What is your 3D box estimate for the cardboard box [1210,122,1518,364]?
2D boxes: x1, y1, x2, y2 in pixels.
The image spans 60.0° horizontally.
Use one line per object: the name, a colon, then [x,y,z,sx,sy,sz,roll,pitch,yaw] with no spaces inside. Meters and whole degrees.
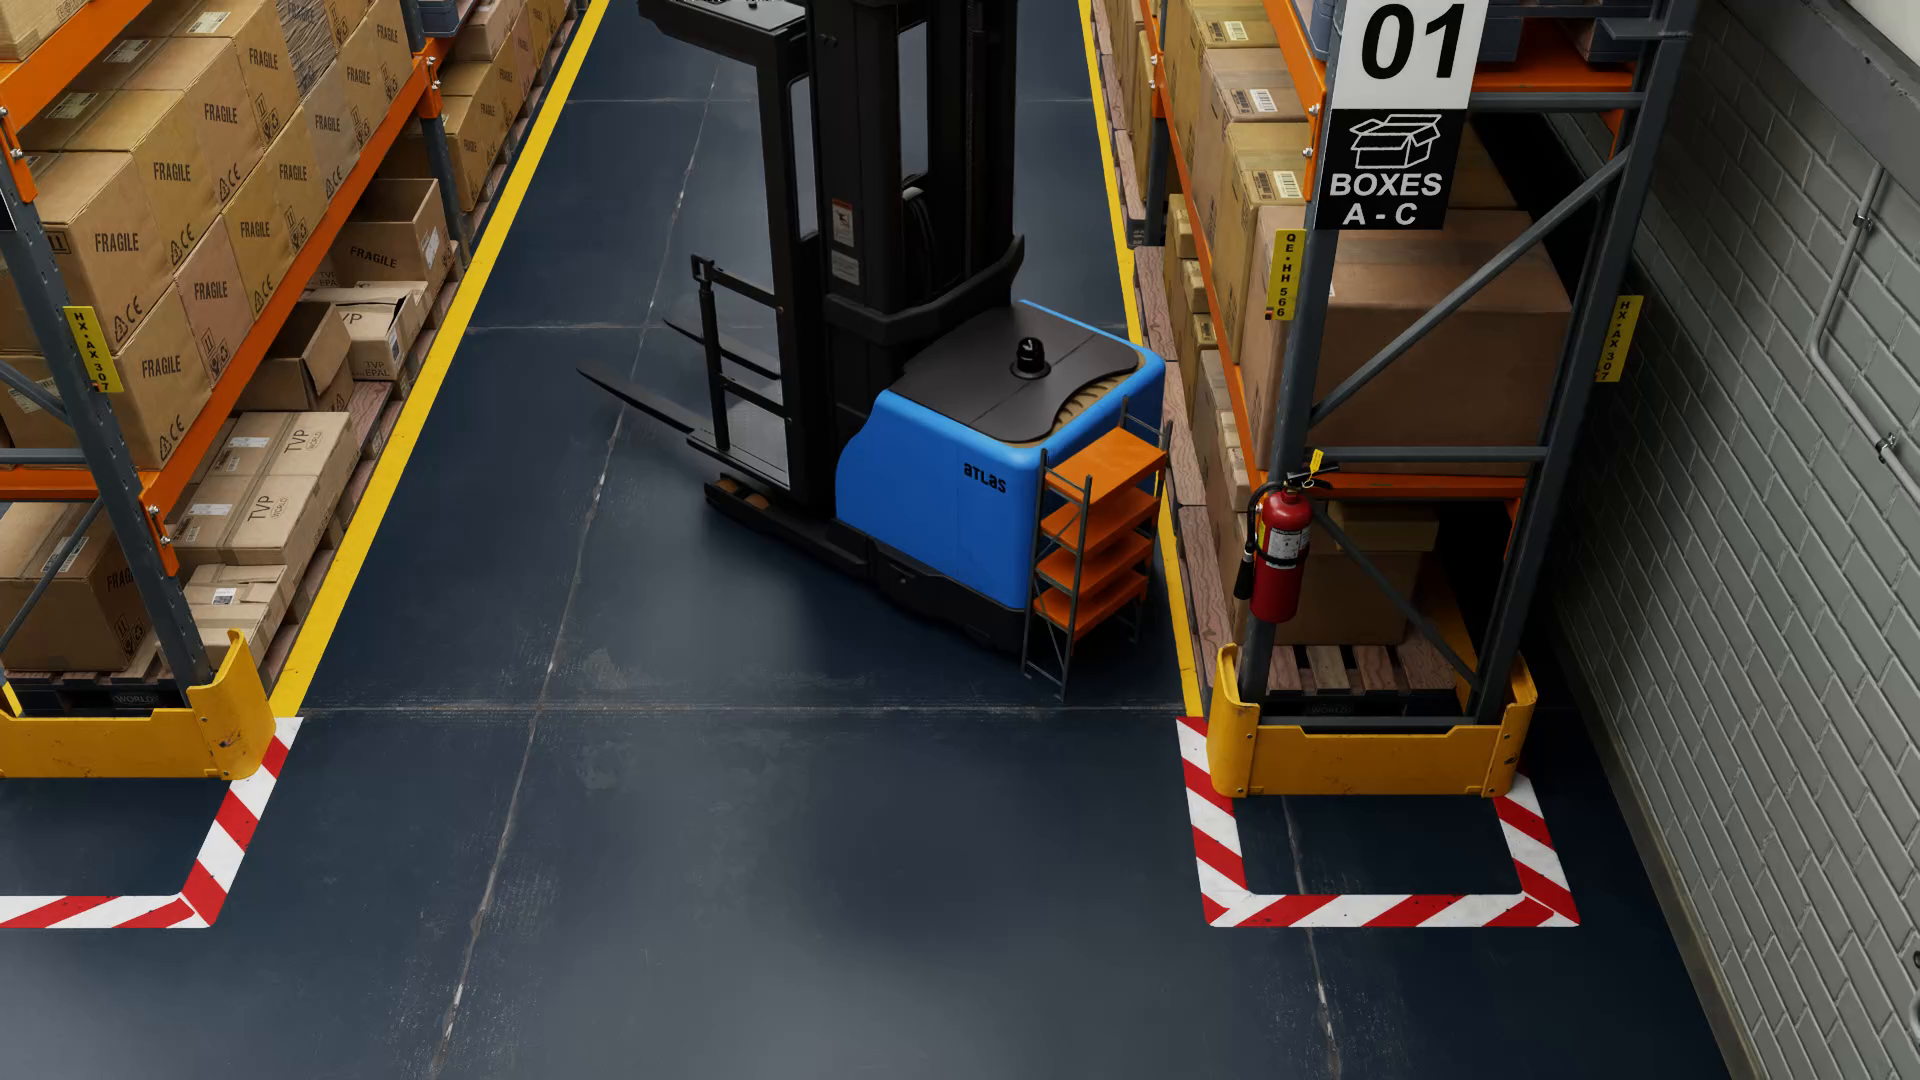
cardboard box: [1.556,-1.178,6.582,0.980,0.700,0.700,0,39,0]

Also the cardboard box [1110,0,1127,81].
cardboard box: [1.433,-3.608,11.236,0.750,0.750,0.750,0,39,0]

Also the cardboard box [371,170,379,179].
cardboard box: [-3.667,-2.288,9.853,0.500,0.500,0.500,0,39,0]

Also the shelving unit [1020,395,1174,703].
shelving unit: [0.539,0.053,6.713,0.258,1.200,0.503,33,49,30]

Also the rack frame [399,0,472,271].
rack frame: [-3.380,-2.783,8.824,1.000,3.000,0.127,0,39,0]

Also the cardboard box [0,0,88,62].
cardboard box: [-3.122,-1.715,5.213,0.500,0.250,0.500,0,39,0]

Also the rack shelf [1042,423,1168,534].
rack shelf: [0.555,-0.244,6.456,0.258,0.148,0.480,33,49,30]

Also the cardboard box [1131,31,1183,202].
cardboard box: [1.443,-2.520,9.880,0.750,0.750,0.750,0,39,0]

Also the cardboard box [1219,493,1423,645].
cardboard box: [1.478,0.086,6.907,0.700,0.500,0.500,0,39,0]

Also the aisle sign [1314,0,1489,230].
aisle sign: [1.278,-1.257,4.841,0.394,0.787,0.004,0,39,0]

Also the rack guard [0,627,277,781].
rack guard: [-3.375,0.646,6.544,1.175,0.500,0.348,0,39,0]

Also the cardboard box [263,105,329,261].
cardboard box: [-3.115,-1.547,7.202,0.500,0.500,0.500,0,39,1]

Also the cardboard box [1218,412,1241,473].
cardboard box: [1.294,-0.407,7.003,0.380,0.149,0.250,1,39,1]

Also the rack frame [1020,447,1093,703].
rack frame: [0.372,0.164,6.574,0.240,1.200,0.015,33,49,30]

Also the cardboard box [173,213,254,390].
cardboard box: [-3.118,-0.921,6.421,0.500,0.500,0.500,0,39,0]

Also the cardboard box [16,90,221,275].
cardboard box: [-3.120,-1.315,6.113,0.500,0.500,0.500,0,39,0]

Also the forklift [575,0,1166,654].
forklift: [-0.580,-1.426,7.185,3.031,2.935,1.130,27,46,29]

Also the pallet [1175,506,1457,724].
pallet: [1.499,0.301,7.206,1.003,0.211,1.213,0,39,0]

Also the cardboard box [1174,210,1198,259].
cardboard box: [1.290,-1.548,8.428,0.380,0.149,0.250,1,39,1]

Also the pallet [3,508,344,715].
pallet: [-3.377,0.261,7.256,1.003,0.211,1.213,0,39,0]

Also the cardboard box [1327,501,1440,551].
cardboard box: [1.678,-0.089,6.606,0.380,0.149,0.250,0,39,0]

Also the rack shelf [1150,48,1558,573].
rack shelf: [1.576,-1.257,7.496,1.077,0.370,4.000,0,39,0]

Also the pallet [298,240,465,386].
pallet: [-3.380,-1.265,9.160,1.003,0.211,1.213,0,39,0]

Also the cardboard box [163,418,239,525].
cardboard box: [-3.593,-0.314,7.590,0.500,0.250,0.500,0,39,0]

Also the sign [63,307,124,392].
sign: [-2.833,-0.620,5.433,0.100,0.325,0.005,0,39,0]

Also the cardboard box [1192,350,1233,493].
cardboard box: [1.476,-0.541,7.690,0.700,0.500,0.500,-1,39,-2]

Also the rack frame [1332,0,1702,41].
rack frame: [1.578,-2.629,3.834,1.000,3.000,0.127,0,39,0]

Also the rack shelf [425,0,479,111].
rack shelf: [-3.382,-3.753,10.610,1.077,0.370,4.000,0,39,0]

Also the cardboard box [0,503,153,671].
cardboard box: [-3.622,0.182,6.771,0.500,0.500,0.500,0,39,0]

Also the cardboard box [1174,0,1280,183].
cardboard box: [1.553,-2.110,7.745,0.980,0.700,0.700,-1,39,-1]

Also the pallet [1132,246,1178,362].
pallet: [1.496,-1.225,9.110,1.003,0.211,1.213,0,39,0]

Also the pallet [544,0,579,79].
pallet: [-3.421,-3.729,12.235,1.003,0.211,1.213,0,39,0]

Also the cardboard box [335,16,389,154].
cardboard box: [-3.121,-2.187,8.001,0.500,0.500,0.500,1,39,1]

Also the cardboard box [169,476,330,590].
cardboard box: [-3.093,-0.033,7.240,0.500,0.250,0.500,0,39,0]

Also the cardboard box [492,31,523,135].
cardboard box: [-3.142,-2.928,10.652,0.500,0.500,0.500,0,39,0]

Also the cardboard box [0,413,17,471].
cardboard box: [-3.648,-0.601,6.021,0.500,0.500,0.500,1,39,1]

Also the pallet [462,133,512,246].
pallet: [-3.419,-2.203,10.331,1.003,0.211,1.213,0,39,0]

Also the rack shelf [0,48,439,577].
rack shelf: [-3.378,-1.252,7.488,1.077,0.370,4.000,0,39,0]

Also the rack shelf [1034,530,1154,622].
rack shelf: [0.536,0.104,6.757,0.258,0.148,0.480,33,49,30]

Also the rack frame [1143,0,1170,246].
rack frame: [1.574,-2.789,8.831,1.000,3.000,0.127,0,39,0]

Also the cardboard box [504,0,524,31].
cardboard box: [-3.139,-3.514,10.783,0.500,0.250,0.500,-1,39,-1]

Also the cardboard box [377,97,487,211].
cardboard box: [-3.137,-2.282,9.846,0.500,0.500,0.500,-2,39,-2]

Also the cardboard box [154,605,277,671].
cardboard box: [-3.032,0.397,6.784,0.380,0.149,0.250,0,39,0]

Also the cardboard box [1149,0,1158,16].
cardboard box: [1.266,-3.068,9.364,0.380,0.149,0.250,1,39,1]

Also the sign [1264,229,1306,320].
sign: [1.036,-0.840,5.284,0.100,0.325,0.005,0,39,0]

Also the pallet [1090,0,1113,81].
pallet: [1.495,-3.709,12.210,1.003,0.211,1.213,0,39,0]

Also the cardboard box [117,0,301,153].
cardboard box: [-3.117,-1.946,6.900,0.500,0.500,0.500,0,39,0]

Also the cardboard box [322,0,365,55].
cardboard box: [-3.117,-2.576,7.686,0.500,0.500,0.500,-1,39,-1]

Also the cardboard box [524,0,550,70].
cardboard box: [-3.148,-3.572,11.456,0.500,0.500,0.500,-1,39,-2]

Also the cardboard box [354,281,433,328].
cardboard box: [-3.035,-1.252,8.841,0.380,0.149,0.250,0,39,0]

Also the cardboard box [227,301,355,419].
cardboard box: [-3.373,-0.806,8.001,0.797,0.503,0.637,0,39,0]

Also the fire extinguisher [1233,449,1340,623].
fire extinguisher: [1.117,-0.017,5.733,0.296,0.674,0.183,0,39,0]

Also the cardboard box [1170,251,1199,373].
cardboard box: [1.469,-1.195,8.506,0.700,0.500,0.500,0,39,-1]
